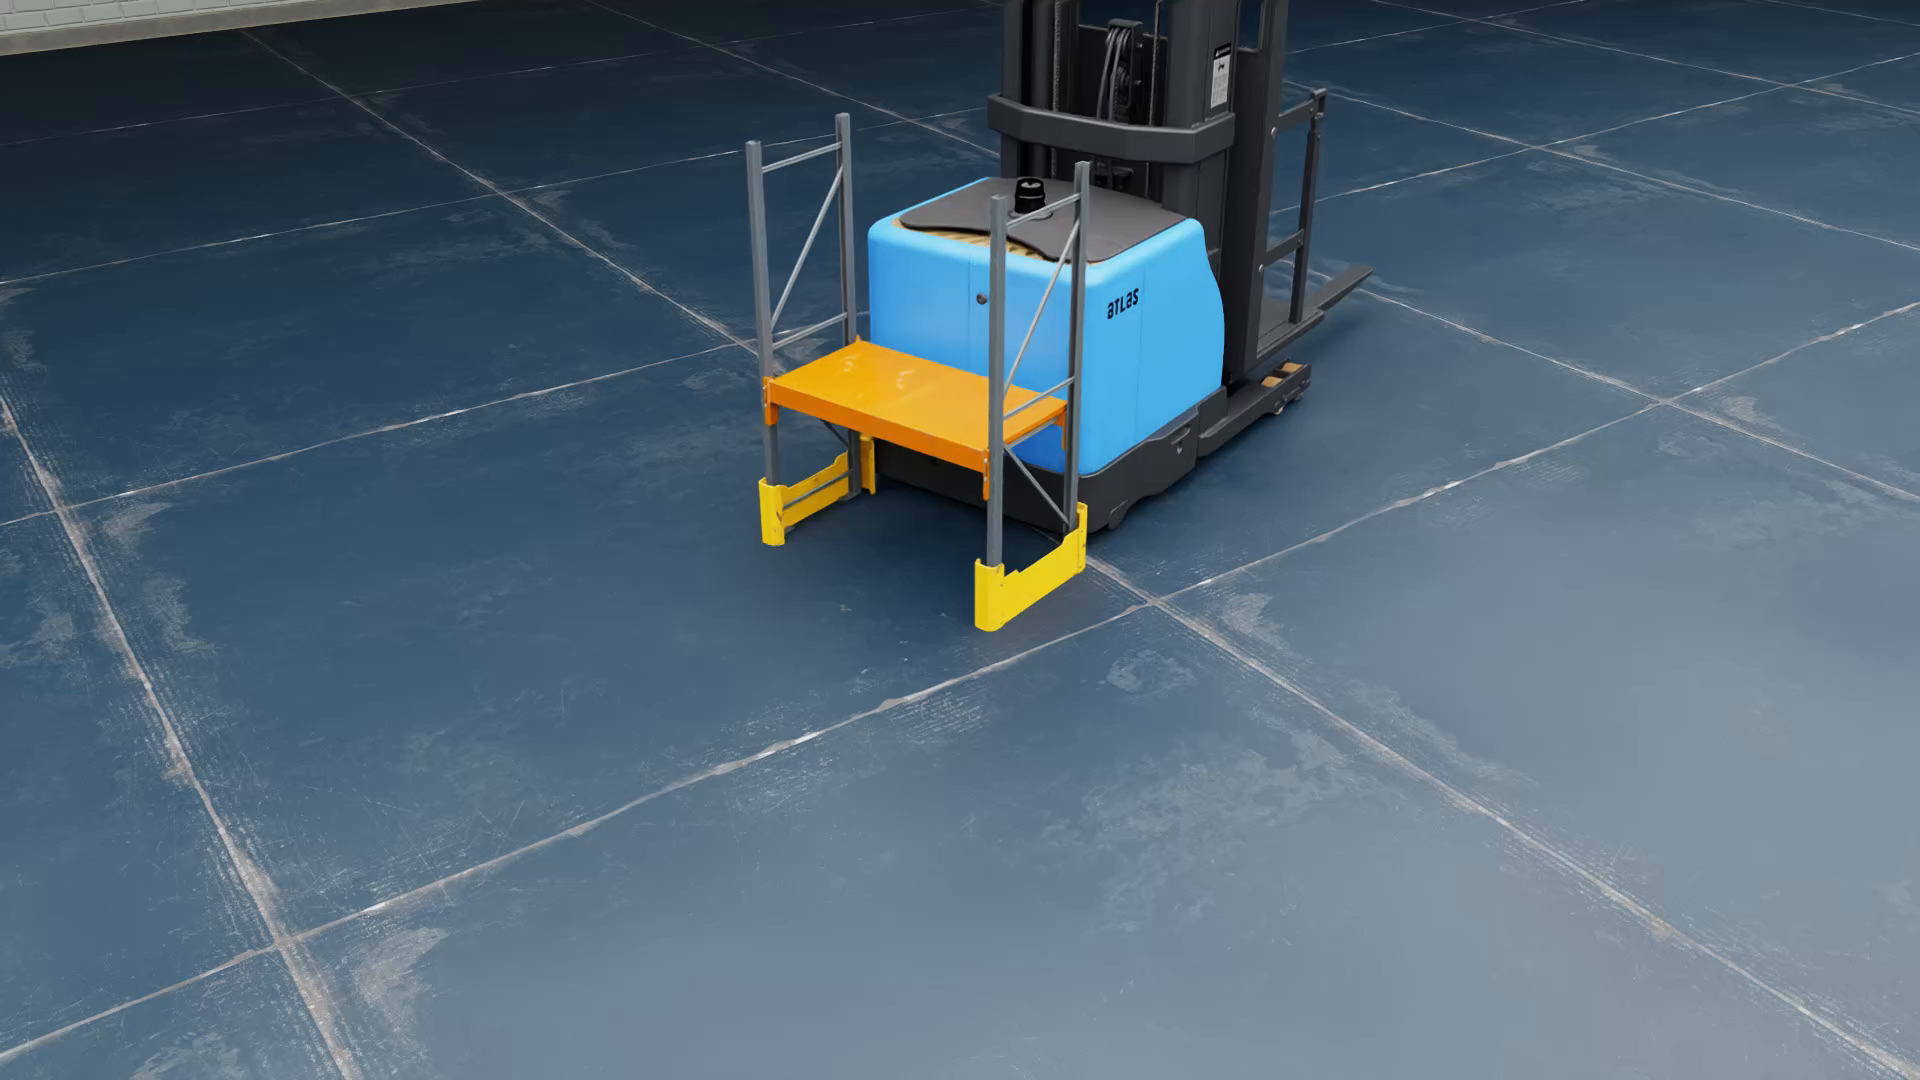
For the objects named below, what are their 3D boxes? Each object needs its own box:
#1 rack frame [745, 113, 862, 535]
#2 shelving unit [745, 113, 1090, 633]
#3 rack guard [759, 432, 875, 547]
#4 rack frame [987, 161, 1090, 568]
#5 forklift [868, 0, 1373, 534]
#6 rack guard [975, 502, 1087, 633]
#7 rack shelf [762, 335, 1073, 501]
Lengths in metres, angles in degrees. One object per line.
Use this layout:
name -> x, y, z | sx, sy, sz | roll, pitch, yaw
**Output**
rack frame -> -0.554, -0.757, 6.073 | 0.032, 1.500, 0.500 | 20, 34, 32
shelving unit -> -0.143, -0.607, 5.797 | 1.083, 1.500, 0.587 | 20, 34, 32
rack guard -> -0.538, -0.202, 6.361 | 0.087, 0.250, 0.587 | 20, 34, 32
rack frame -> 0.254, -0.463, 5.530 | 0.032, 1.500, 0.500 | 20, 34, 32
forklift -> 0.906, -1.955, 6.778 | 1.130, 2.935, 3.031 | 19, 34, 31
rack guard -> 0.253, 0.086, 5.829 | 0.087, 0.250, 0.587 | 20, 34, 32
rack shelf -> -0.150, -0.452, 5.887 | 1.000, 0.185, 0.538 | 20, 34, 32
